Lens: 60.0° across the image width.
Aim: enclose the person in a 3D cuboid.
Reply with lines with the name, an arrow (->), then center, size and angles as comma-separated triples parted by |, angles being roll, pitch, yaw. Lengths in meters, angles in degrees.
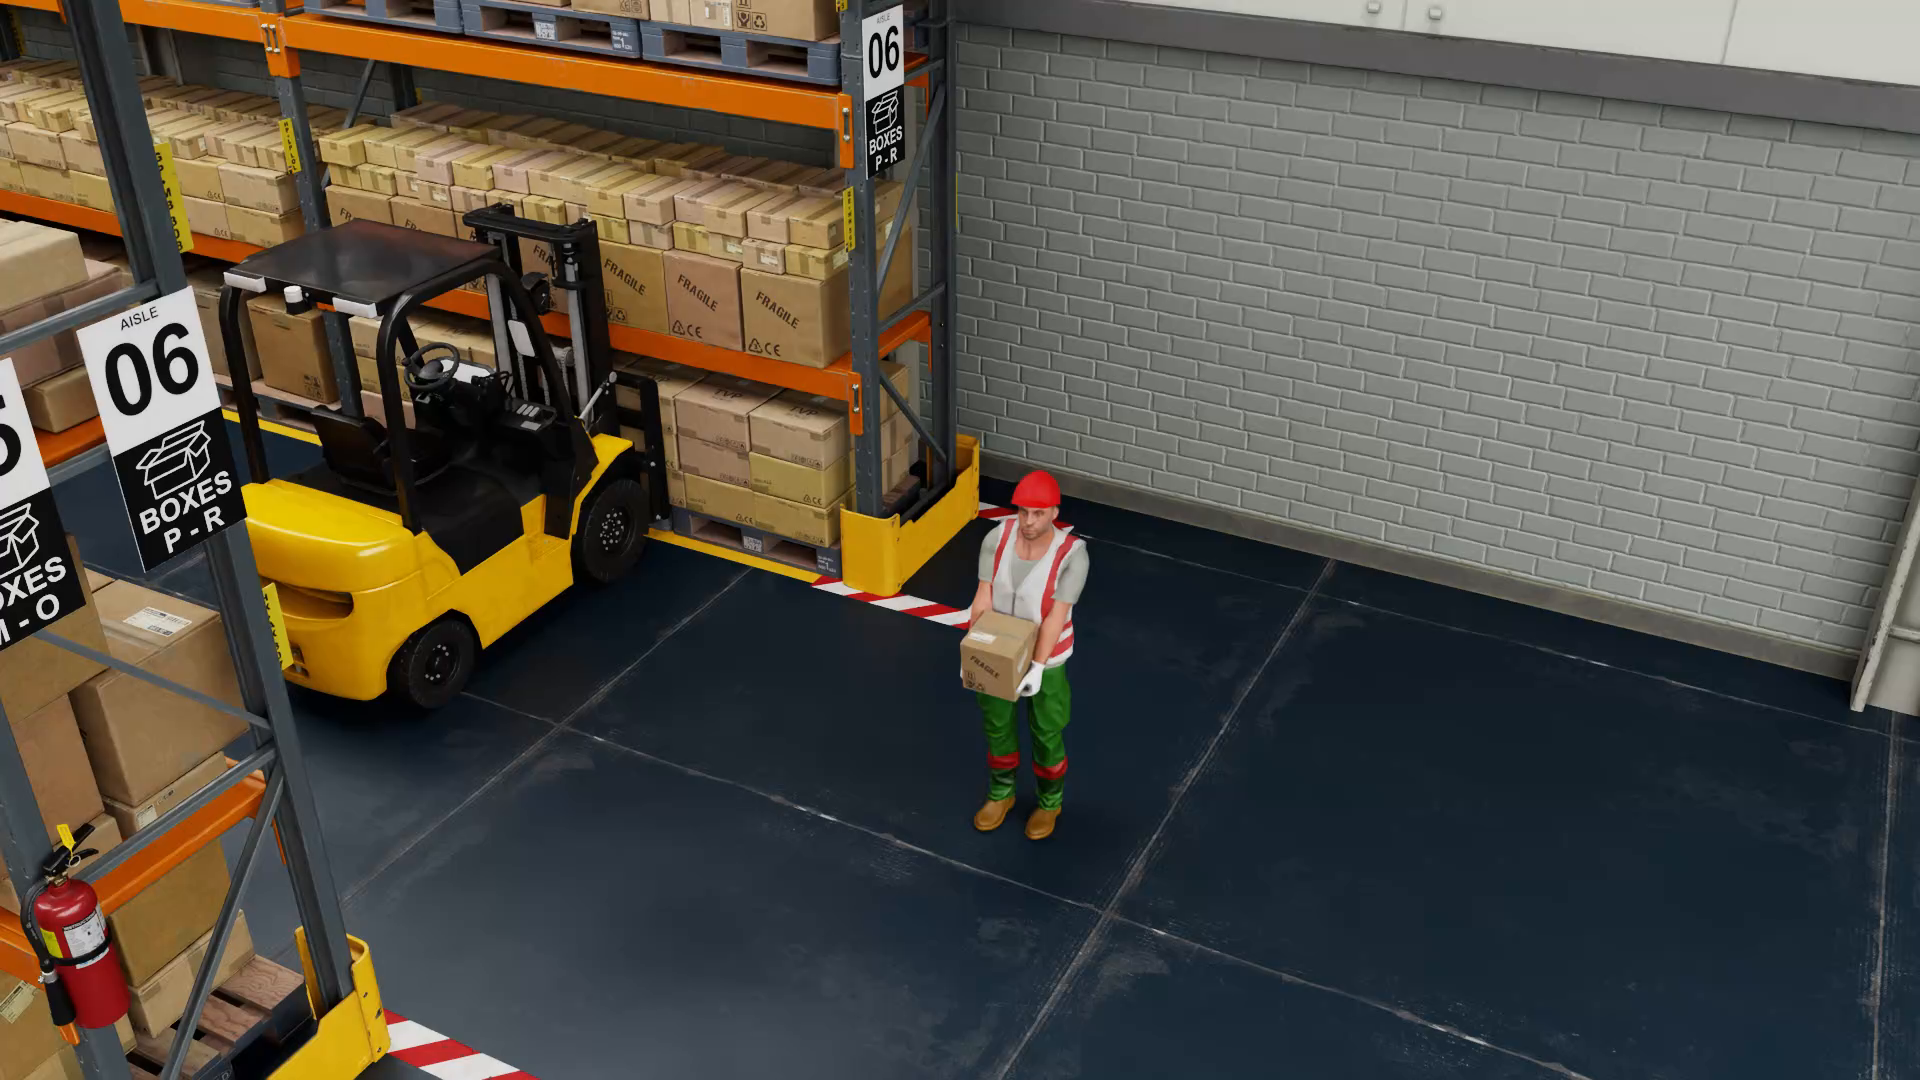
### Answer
person -> 0.263, 0.551, 7.307 | 0.495, 1.786, 0.559 | 14, 33, 23
